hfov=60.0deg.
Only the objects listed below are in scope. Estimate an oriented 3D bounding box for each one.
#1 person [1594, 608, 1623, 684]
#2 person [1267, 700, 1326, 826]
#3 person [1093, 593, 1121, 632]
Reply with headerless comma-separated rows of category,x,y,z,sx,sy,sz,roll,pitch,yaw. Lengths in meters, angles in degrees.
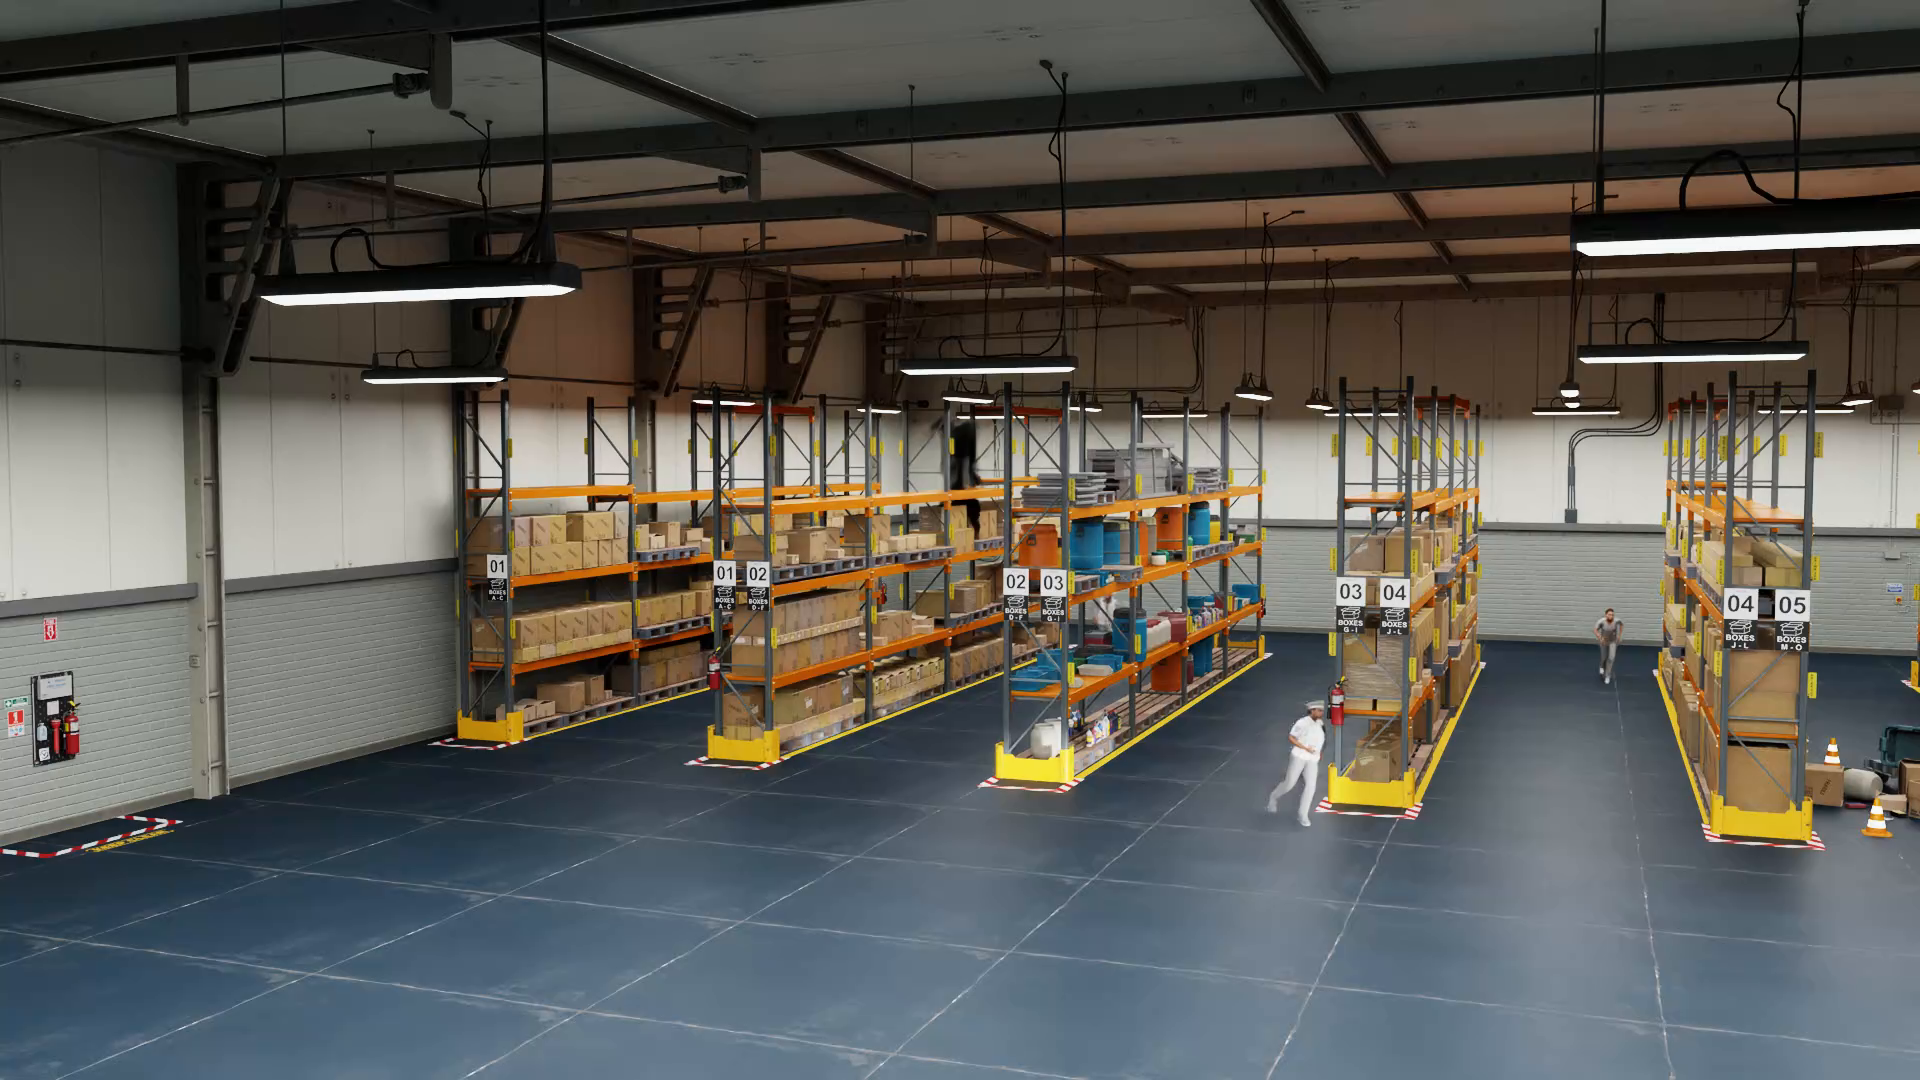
person,13.943,2.249,35.820,0.590,1.624,0.990,0,3,9
person,4.634,2.953,22.424,0.667,1.621,0.948,-1,3,-23
person,3.354,1.846,37.856,0.688,1.618,0.705,1,3,17
